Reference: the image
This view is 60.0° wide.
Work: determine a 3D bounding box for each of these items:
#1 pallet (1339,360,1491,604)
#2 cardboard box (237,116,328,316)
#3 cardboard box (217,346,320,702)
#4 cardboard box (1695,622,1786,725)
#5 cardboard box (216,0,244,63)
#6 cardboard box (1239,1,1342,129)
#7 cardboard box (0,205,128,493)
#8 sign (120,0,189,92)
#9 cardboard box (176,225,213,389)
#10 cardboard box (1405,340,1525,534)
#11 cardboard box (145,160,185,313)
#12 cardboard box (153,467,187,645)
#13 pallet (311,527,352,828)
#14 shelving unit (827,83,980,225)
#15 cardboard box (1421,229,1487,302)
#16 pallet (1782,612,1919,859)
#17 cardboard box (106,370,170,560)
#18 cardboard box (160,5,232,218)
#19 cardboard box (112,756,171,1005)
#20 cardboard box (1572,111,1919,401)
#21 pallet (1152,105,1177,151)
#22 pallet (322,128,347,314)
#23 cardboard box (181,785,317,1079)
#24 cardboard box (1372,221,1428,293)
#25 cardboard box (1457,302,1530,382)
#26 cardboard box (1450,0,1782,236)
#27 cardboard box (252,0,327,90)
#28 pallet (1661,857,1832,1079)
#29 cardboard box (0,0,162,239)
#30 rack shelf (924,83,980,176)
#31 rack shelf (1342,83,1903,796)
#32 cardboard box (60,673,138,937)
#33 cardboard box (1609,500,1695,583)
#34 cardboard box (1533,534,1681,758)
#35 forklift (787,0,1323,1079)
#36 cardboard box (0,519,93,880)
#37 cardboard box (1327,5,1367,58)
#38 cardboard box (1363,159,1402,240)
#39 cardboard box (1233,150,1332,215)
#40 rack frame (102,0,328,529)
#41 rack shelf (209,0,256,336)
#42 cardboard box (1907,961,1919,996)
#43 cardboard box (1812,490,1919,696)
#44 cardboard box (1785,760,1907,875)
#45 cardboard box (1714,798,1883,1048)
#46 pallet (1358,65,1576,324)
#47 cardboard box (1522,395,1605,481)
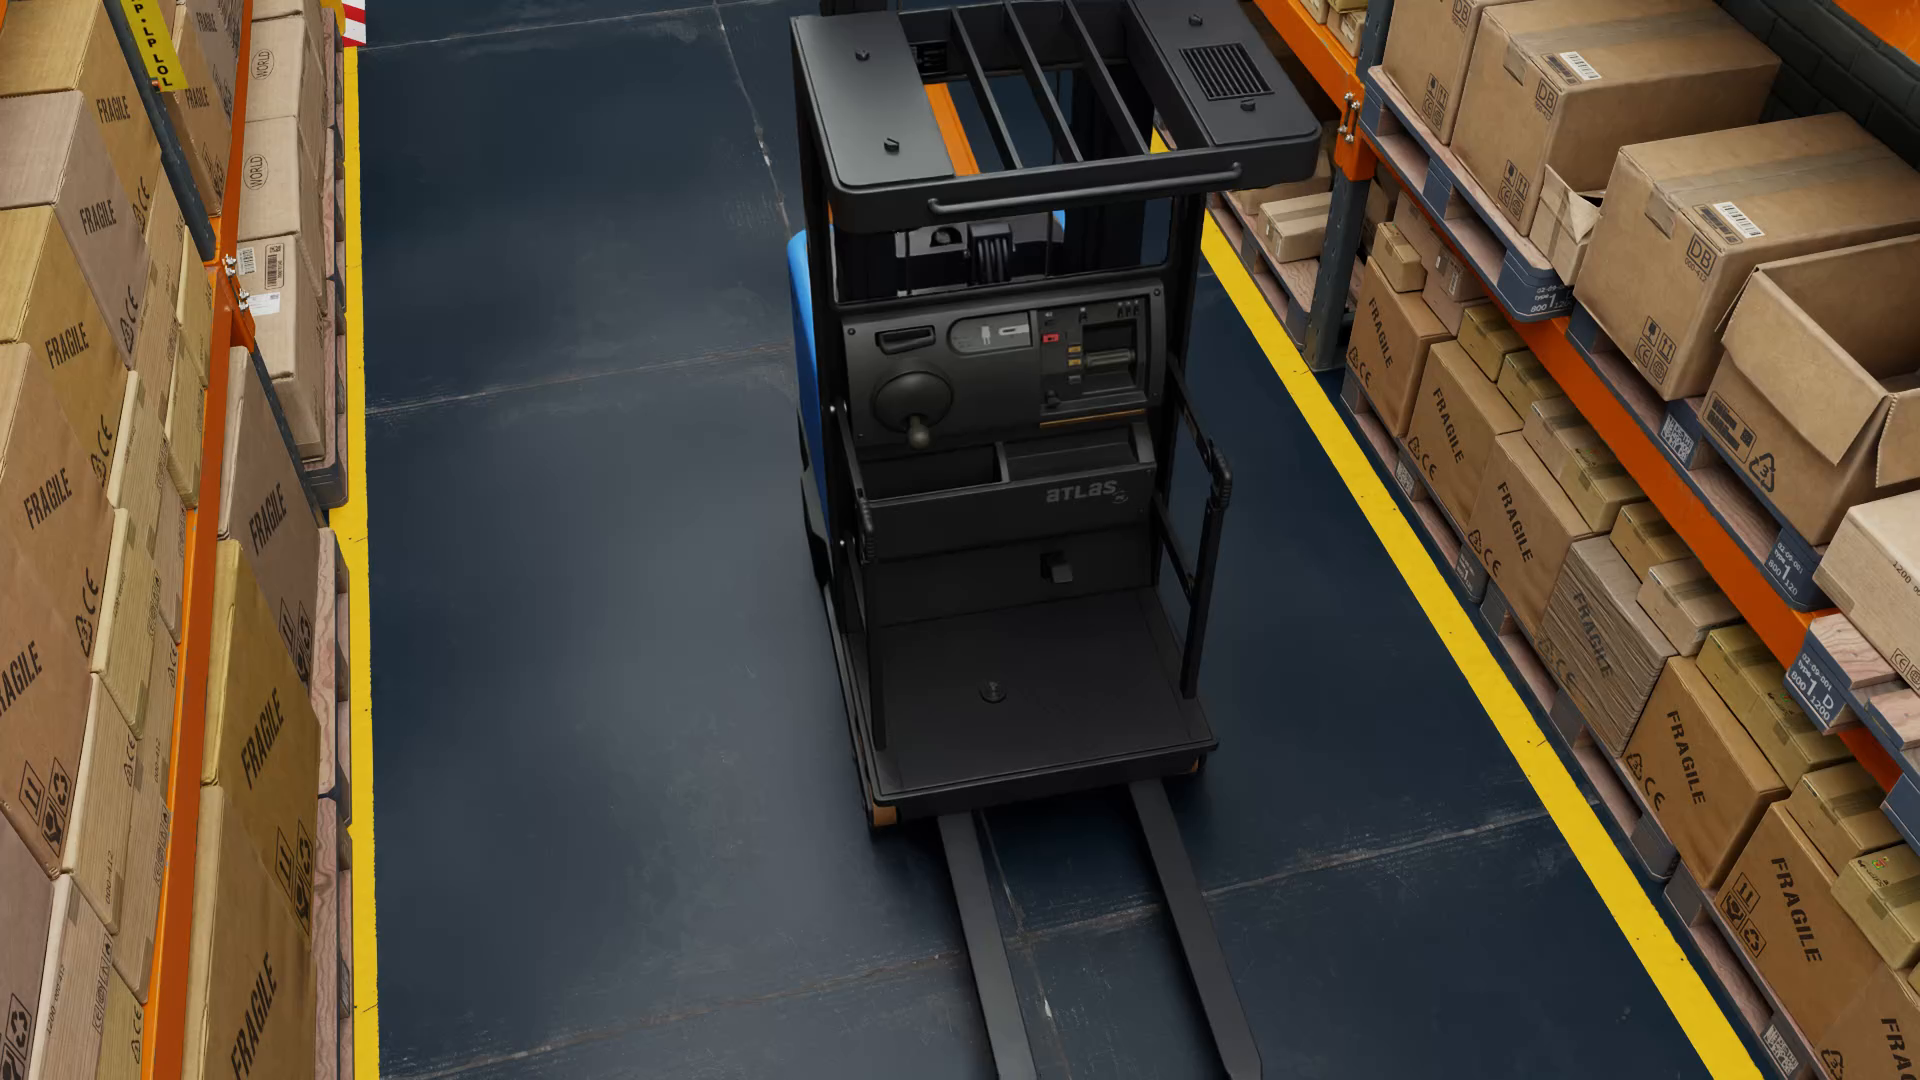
[{"bbox_3d":[2.182,-0.343,6.439,1.003,0.211,1.213,-11,47,-10],"label":"pallet"},{"bbox_3d":[-3.147,-1.285,6.909,0.875,0.438,0.875,-12,47,-11],"label":"cardboard box"},{"bbox_3d":[-2.624,0.046,5.298,0.875,0.875,0.875,-9,46,-9],"label":"cardboard box"},{"bbox_3d":[2.377,0.359,4.800,0.380,0.149,0.250,-11,47,-11],"label":"cardboard box"},{"bbox_3d":[-2.973,-2.063,6.102,0.500,0.500,0.500,-10,47,-10],"label":"cardboard box"},{"bbox_3d":[1.425,-2.154,7.717,0.700,0.500,0.500,-12,47,-12],"label":"cardboard box"},{"bbox_3d":[-2.253,-0.377,3.749,0.500,0.500,0.500,-9,46,-9],"label":"cardboard box"},{"bbox_3d":[-2.338,-1.447,4.813,0.100,0.325,0.005,-11,47,-10],"label":"sign"},{"bbox_3d":[-2.502,-0.648,4.889,0.500,0.250,0.500,-12,47,-11],"label":"cardboard box"},{"bbox_3d":[1.989,-0.405,6.003,0.500,0.500,0.500,-11,47,-11],"label":"cardboard box"},{"bbox_3d":[-2.513,-0.826,4.715,0.500,0.250,0.500,-11,47,-10],"label":"cardboard box"},{"bbox_3d":[-2.262,0.056,4.200,0.500,0.250,0.500,-12,47,-11],"label":"cardboard box"},{"bbox_3d":[-2.590,0.531,5.582,1.003,0.211,1.213,-11,47,-10],"label":"pallet"},{"bbox_3d":[-0.215,-1.211,6.649,0.538,1.125,1.048,-8,46,-8],"label":"shelving unit"},{"bbox_3d":[1.884,-1.010,5.933,0.380,0.149,0.250,-13,47,-12],"label":"cardboard box"},{"bbox_3d":[2.719,0.500,3.794,1.213,0.211,1.003,-11,47,-10],"label":"pallet"},{"bbox_3d":[-2.239,-0.126,4.028,0.500,0.250,0.500,-10,46,-9],"label":"cardboard box"},{"bbox_3d":[-2.728,-1.371,5.423,0.500,0.500,0.500,-9,46,-9],"label":"cardboard box"},{"bbox_3d":[-1.996,0.752,3.518,0.500,0.250,0.500,-9,46,-9],"label":"cardboard box"},{"bbox_3d":[2.178,-0.782,4.552,0.700,0.500,0.500,-11,47,-11],"label":"cardboard box"},{"bbox_3d":[1.446,-2.216,8.274,1.003,0.211,1.213,-11,47,-10],"label":"pallet"},{"bbox_3d":[-3.295,-1.371,7.446,1.003,0.211,1.213,-11,47,-10],"label":"pallet"},{"bbox_3d":[-2.157,1.286,4.083,0.875,0.875,0.875,-10,46,-10],"label":"cardboard box"},{"bbox_3d":[1.771,-1.077,6.207,0.380,0.149,0.250,-9,46,-8],"label":"cardboard box"},{"bbox_3d":[1.994,-0.724,5.862,0.380,0.149,0.250,-13,47,-12],"label":"cardboard box"},{"bbox_3d":[1.977,-1.323,5.083,0.700,0.500,0.500,-10,46,-10],"label":"cardboard box"},{"bbox_3d":[-3.619,-2.538,8.137,0.875,0.438,0.875,-12,47,-12],"label":"cardboard box"},{"bbox_3d":[2.806,1.341,4.788,1.003,0.211,1.213,-11,47,-10],"label":"pallet"},{"bbox_3d":[-2.503,-1.086,4.444,0.500,0.500,0.500,-9,46,-9],"label":"cardboard box"},{"bbox_3d":[-0.215,-1.415,6.440,0.538,0.278,1.000,-8,46,-8],"label":"rack shelf"},{"bbox_3d":[2.449,-0.241,4.890,1.077,0.370,4.000,-11,47,-10],"label":"rack shelf"},{"bbox_3d":[-1.974,0.577,3.339,0.500,0.250,0.500,-11,47,-10],"label":"cardboard box"},{"bbox_3d":[2.264,-0.006,5.157,0.380,0.149,0.250,-11,47,-10],"label":"cardboard box"},{"bbox_3d":[2.239,0.300,5.312,0.500,0.500,0.500,-12,47,-12],"label":"cardboard box"},{"bbox_3d":[0.180,-0.403,4.593,1.130,2.935,3.031,-8,46,-8],"label":"forklift"},{"bbox_3d":[-1.980,0.327,3.059,0.500,0.500,0.500,-9,46,-9],"label":"cardboard box"},{"bbox_3d":[1.611,-1.960,6.246,0.380,0.149,0.250,-10,46,-10],"label":"cardboard box"},{"bbox_3d":[1.996,-1.579,7.286,0.500,0.311,0.500,-9,46,-9],"label":"cardboard box"},{"bbox_3d":[1.419,-1.641,7.379,0.396,0.266,0.258,-9,46,-9],"label":"cardboard box"},{"bbox_3d":[-2.860,-0.964,5.094,1.000,3.000,0.127,-11,47,-10],"label":"rack frame"},{"bbox_3d":[-3.372,-2.093,6.704,1.077,0.370,4.000,-11,47,-10],"label":"rack shelf"},{"bbox_3d":[2.590,1.094,4.080,0.380,0.149,0.250,-13,47,-12],"label":"cardboard box"},{"bbox_3d":[2.378,0.124,3.839,0.500,0.250,0.500,-13,47,-12],"label":"cardboard box"},{"bbox_3d":[2.465,0.721,4.445,0.380,0.149,0.250,-12,47,-12],"label":"cardboard box"},{"bbox_3d":[2.527,1.016,4.611,0.500,0.500,0.500,-11,47,-11],"label":"cardboard box"},{"bbox_3d":[2.036,-1.235,5.495,1.003,0.211,1.213,-11,47,-10],"label":"pallet"},{"bbox_3d":[2.105,-0.358,5.503,0.380,0.149,0.250,-11,47,-10],"label":"cardboard box"}]
